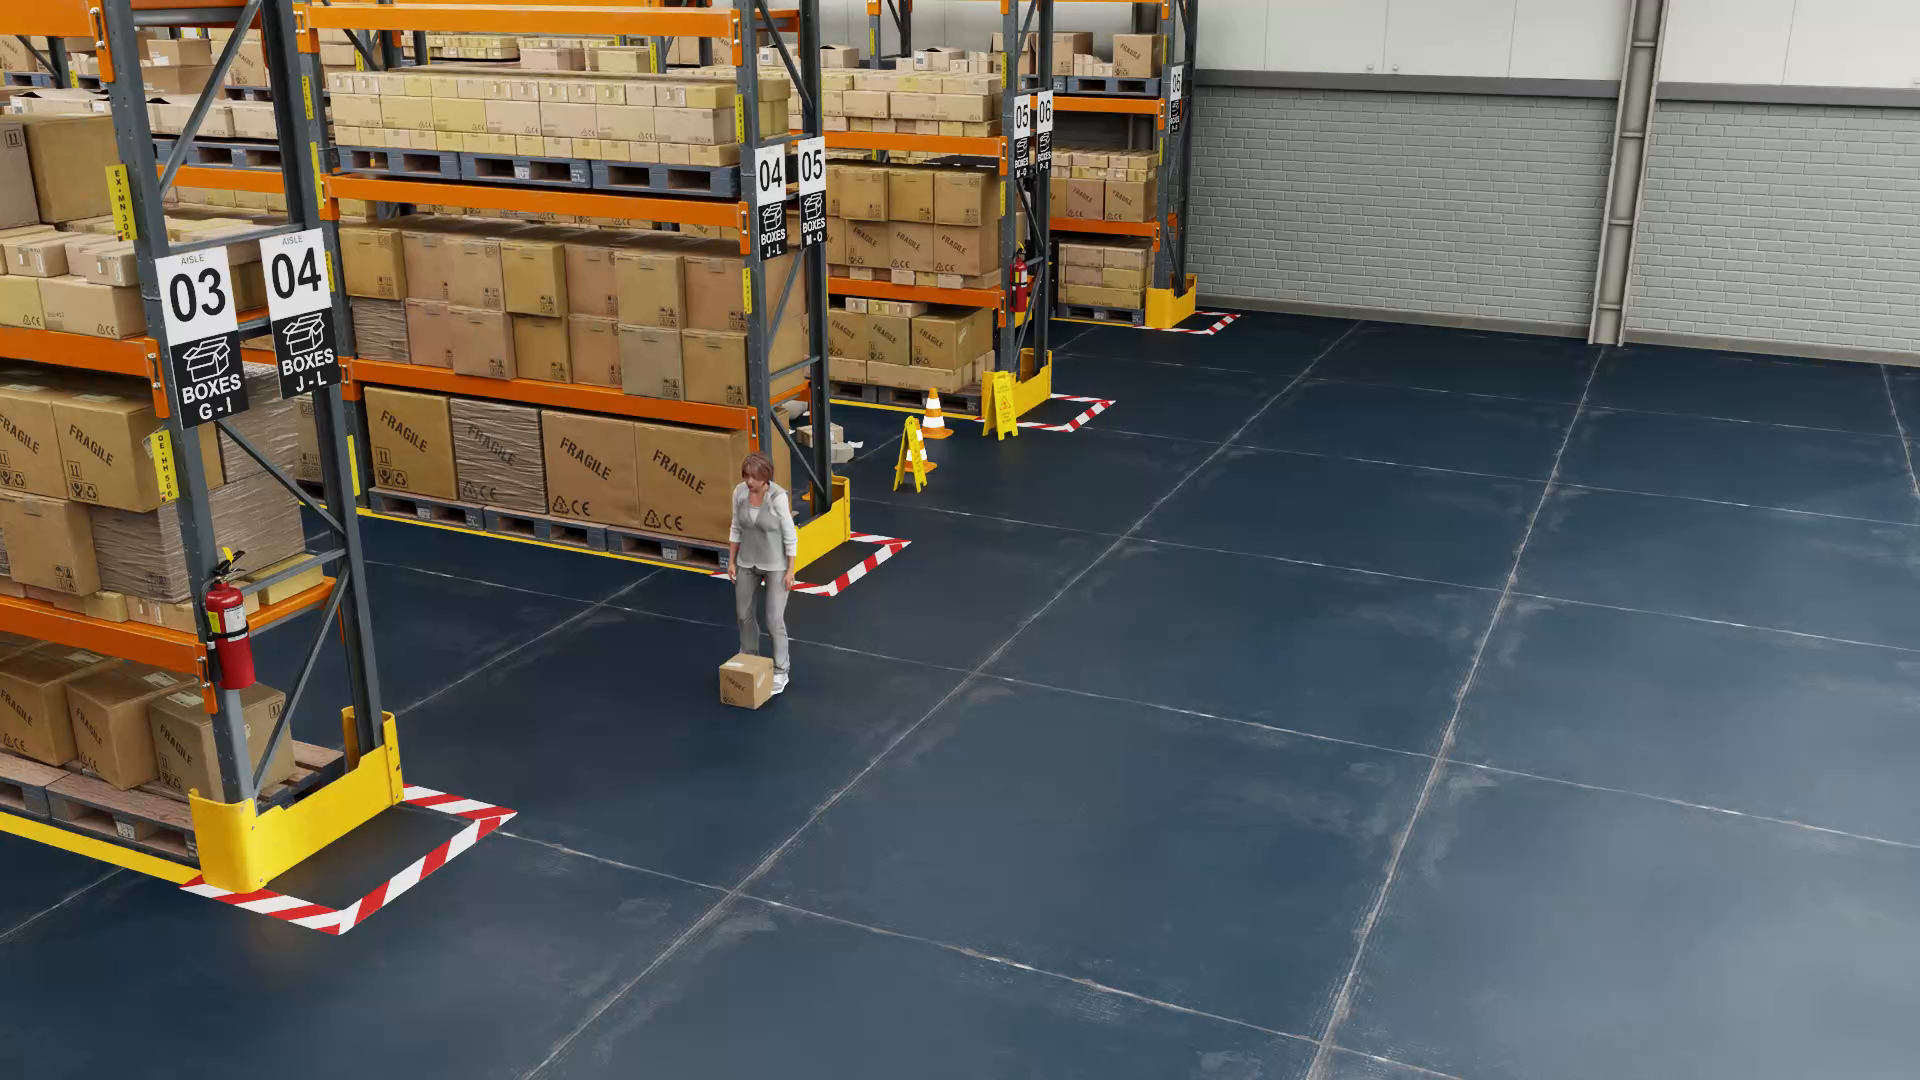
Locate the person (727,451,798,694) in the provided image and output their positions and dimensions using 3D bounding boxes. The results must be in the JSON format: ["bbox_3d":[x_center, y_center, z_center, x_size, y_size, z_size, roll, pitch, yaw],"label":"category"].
[{"bbox_3d":[-1.258,0.193,10.553,0.484,1.581,0.347,7,21,19],"label":"person"}]
